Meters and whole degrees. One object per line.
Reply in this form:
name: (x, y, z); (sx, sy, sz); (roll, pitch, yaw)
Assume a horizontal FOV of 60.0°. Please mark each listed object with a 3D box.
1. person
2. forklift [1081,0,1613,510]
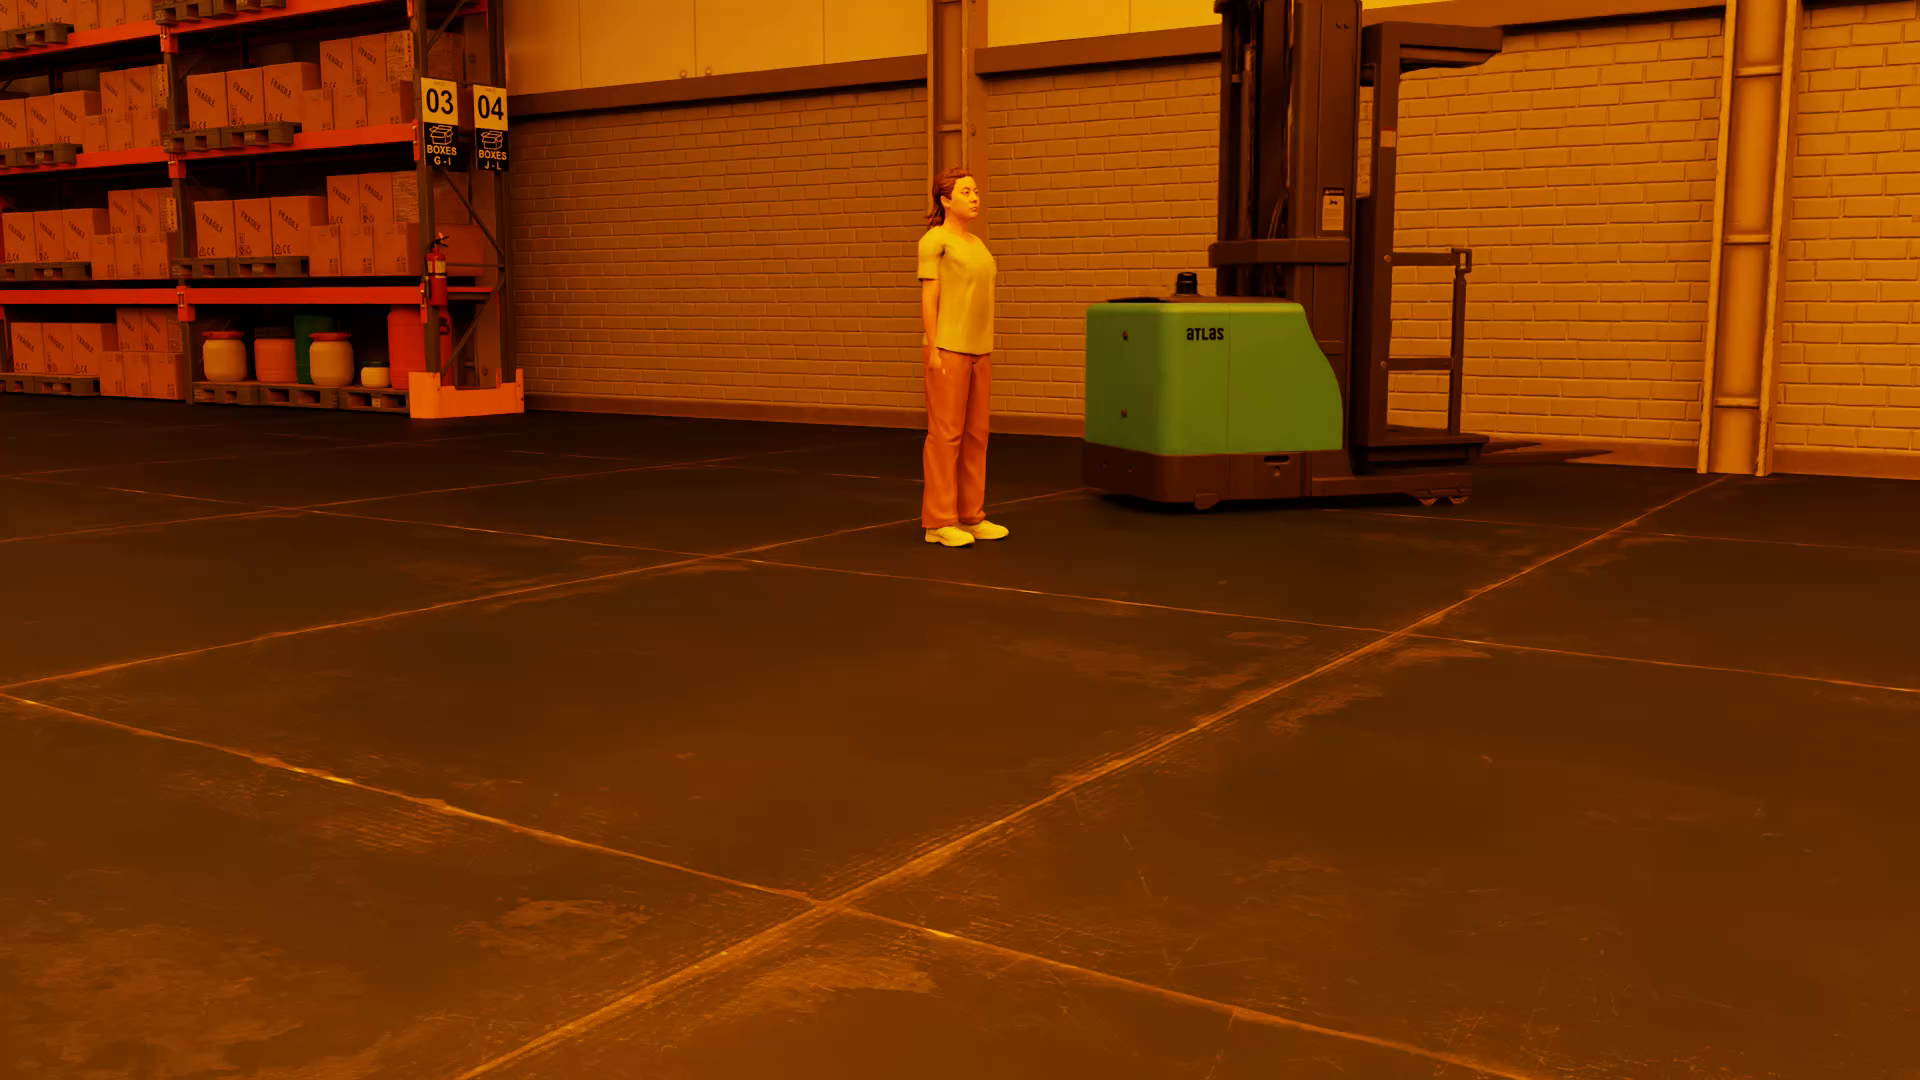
person: (0.003, -0.827, 7.490); (0.381, 1.671, 0.435); (5, 10, 34)
forklift: (2.248, -1.709, 9.212); (3.031, 2.935, 1.130); (-3, 9, -21)
